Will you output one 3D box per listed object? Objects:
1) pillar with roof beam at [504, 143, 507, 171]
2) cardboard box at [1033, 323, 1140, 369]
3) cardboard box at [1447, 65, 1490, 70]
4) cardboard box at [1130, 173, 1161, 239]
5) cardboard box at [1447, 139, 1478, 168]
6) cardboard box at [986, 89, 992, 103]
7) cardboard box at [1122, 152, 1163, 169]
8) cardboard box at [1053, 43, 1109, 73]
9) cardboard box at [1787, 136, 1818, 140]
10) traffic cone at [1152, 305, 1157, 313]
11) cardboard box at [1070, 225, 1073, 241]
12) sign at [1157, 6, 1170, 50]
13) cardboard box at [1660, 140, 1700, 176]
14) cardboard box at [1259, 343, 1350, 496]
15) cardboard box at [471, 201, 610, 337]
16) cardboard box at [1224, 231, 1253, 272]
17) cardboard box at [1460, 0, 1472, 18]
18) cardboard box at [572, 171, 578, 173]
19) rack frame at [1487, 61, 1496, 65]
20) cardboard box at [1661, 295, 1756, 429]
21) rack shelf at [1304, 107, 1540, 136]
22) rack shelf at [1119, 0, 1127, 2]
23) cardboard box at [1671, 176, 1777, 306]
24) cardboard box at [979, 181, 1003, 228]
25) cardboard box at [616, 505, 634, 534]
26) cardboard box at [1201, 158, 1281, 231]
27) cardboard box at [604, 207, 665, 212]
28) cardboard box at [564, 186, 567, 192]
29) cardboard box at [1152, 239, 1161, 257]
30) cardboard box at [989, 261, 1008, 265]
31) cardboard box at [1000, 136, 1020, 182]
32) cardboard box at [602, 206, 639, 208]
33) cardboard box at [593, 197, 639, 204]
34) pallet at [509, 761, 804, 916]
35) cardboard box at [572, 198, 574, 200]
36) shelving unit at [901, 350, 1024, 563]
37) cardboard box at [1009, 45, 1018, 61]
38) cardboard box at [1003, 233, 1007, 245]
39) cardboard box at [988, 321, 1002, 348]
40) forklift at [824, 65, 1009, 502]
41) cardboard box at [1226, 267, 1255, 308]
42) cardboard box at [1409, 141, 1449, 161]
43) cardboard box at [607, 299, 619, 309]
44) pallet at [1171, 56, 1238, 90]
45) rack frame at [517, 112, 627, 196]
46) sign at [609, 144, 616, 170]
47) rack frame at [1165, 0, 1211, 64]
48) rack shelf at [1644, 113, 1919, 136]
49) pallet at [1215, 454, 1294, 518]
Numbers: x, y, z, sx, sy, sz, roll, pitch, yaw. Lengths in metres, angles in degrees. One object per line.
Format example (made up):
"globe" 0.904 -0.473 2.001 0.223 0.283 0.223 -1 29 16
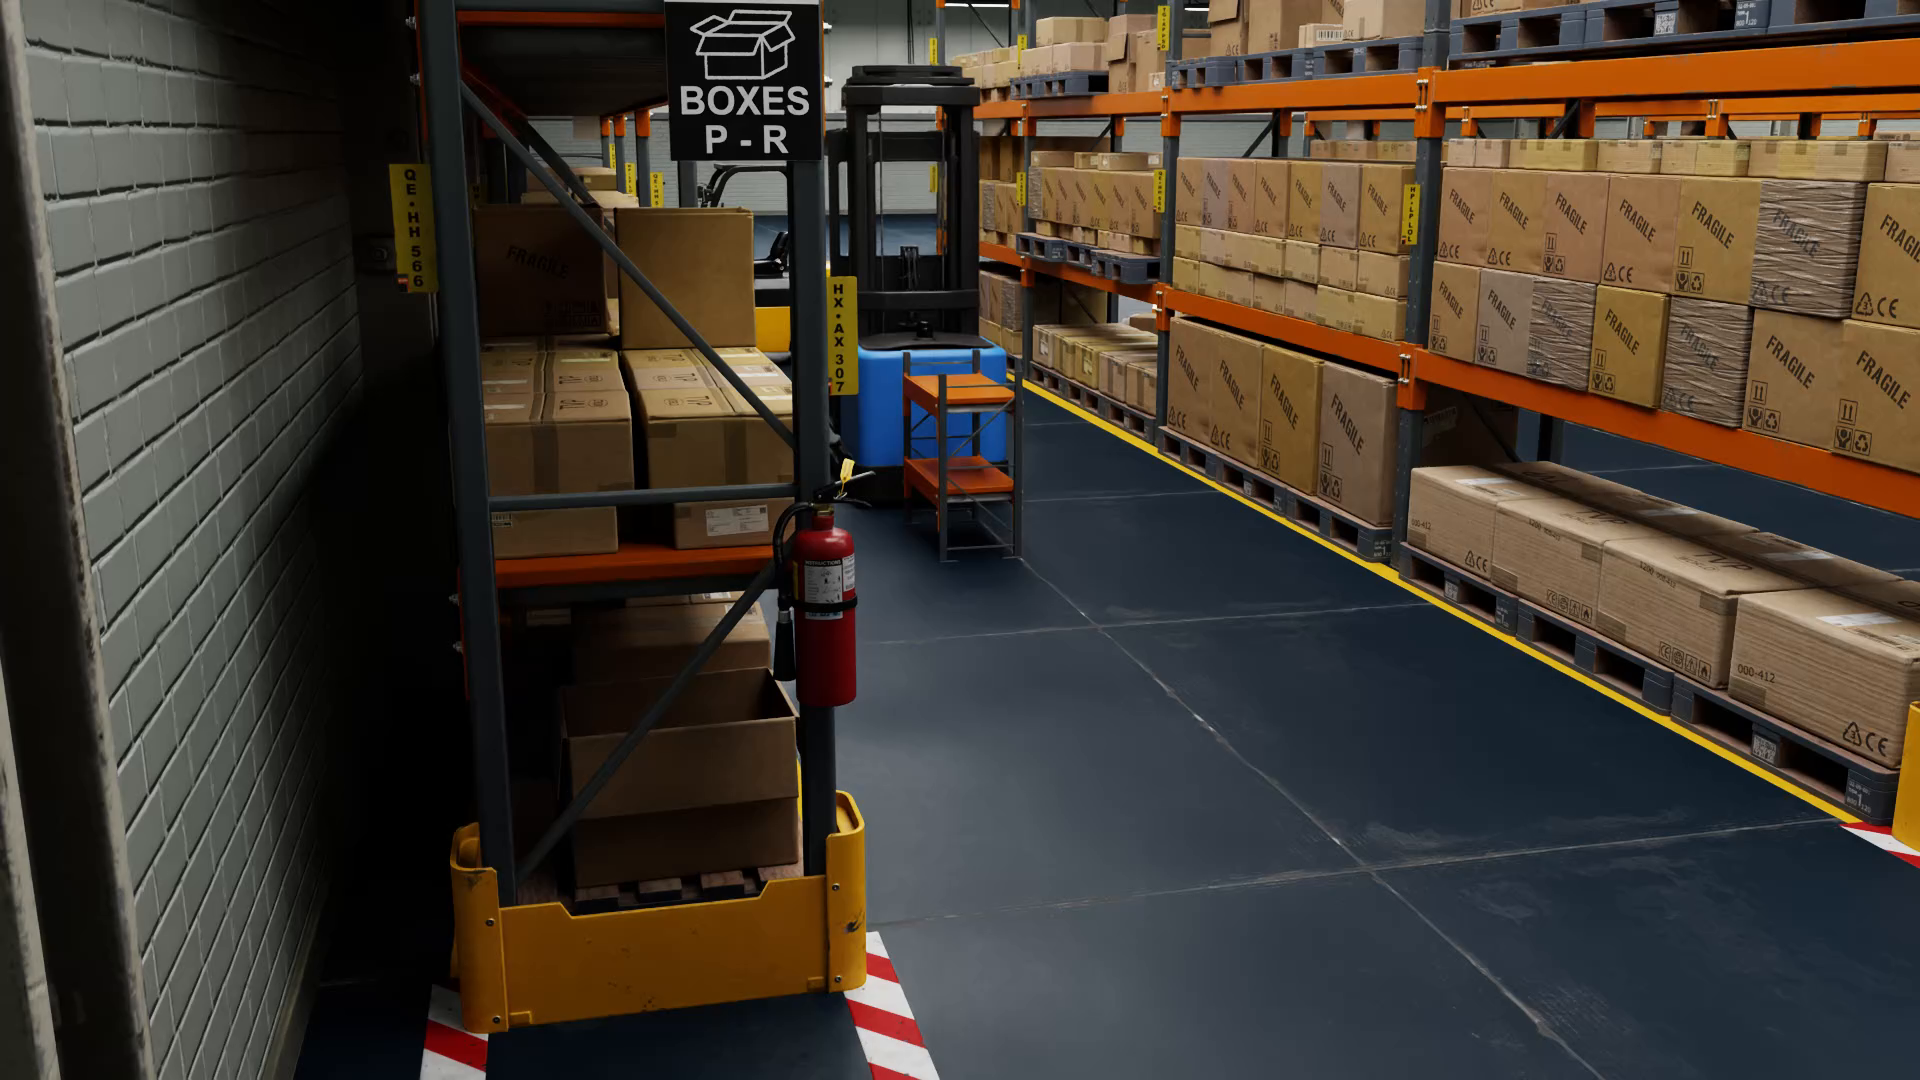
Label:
"pillar with roof beam" -2.554 -8.129 24.741 9.100 9.000 0.400 -3 14 -13
"cardboard box" 1.272 -1.963 16.794 0.950 0.372 0.625 -3 14 -12
"cardboard box" 5.538 -5.110 18.135 0.380 0.149 0.250 -3 14 -13
"cardboard box" 1.709 -2.720 13.519 0.500 0.500 0.500 -4 14 -15
"cardboard box" 2.847 -2.073 8.908 0.380 0.149 0.250 -3 14 -14
"cardboard box" 0.506 -4.909 18.411 0.380 0.149 0.250 -3 14 -14
"cardboard box" 1.736 -3.555 15.567 0.380 0.149 0.250 -4 14 -16
"cardboard box" 1.154 -4.356 15.047 0.500 0.250 0.500 -3 14 -14
"cardboard box" 10.288 -4.591 19.956 0.500 0.500 0.500 -3 14 -13
"traffic cone" 2.561 -2.960 21.568 0.336 0.463 0.334 -3 14 -13
"cardboard box" 1.236 -2.855 15.439 0.380 0.149 0.250 -3 14 -13
"sign" 1.558 -3.912 12.711 0.100 0.325 0.005 -3 14 -13
"cardboard box" 3.290 -1.662 7.226 0.380 0.149 0.250 -3 14 -11
"cardboard box" 2.583 -0.829 11.094 0.875 0.875 0.875 -3 14 -12
"cardboard box" -1.707 -1.111 6.764 0.500 0.500 0.500 -4 14 -15
"cardboard box" 2.190 -2.038 11.712 0.500 0.250 0.500 -3 14 -13
"cardboard box" 3.101 -3.240 9.954 0.500 0.500 0.500 -4 14 -14
"cardboard box" -3.843 -3.770 17.334 0.380 0.149 0.250 -3 14 -13
"rack frame" 5.935 -6.370 17.540 1.000 3.000 0.127 -3 14 -13
"cardboard box" 3.361 -0.768 7.040 0.500 0.500 0.500 -3 14 -12
"rack shelf" 5.465 -5.025 19.870 1.077 0.370 4.000 -3 14 -13
"rack shelf" 1.616 -5.066 14.559 1.077 0.370 4.000 -3 14 -13
"cardboard box" 3.356 -1.254 6.921 0.500 0.500 0.500 -3 14 -13
"cardboard box" 0.422 -3.794 18.799 0.500 0.500 0.500 -4 14 -14
"cardboard box" -1.197 -0.112 5.095 0.380 0.149 0.250 -3 14 -12
"cardboard box" 2.090 -2.527 12.132 0.500 0.500 0.500 -3 14 -13
"cardboard box" -2.175 -1.844 10.553 0.797 0.503 0.637 -4 14 -14
"cardboard box" -4.215 -3.540 17.019 0.380 0.149 0.250 -3 14 -11
"cardboard box" 1.780 -2.378 13.486 0.380 0.149 0.250 -3 14 -11
"cardboard box" 0.649 -3.142 20.294 0.500 0.500 0.500 -3 14 -13
"cardboard box" 0.853 -4.301 18.765 0.700 0.500 0.500 -3 14 -14
"cardboard box" -2.526 -2.410 12.393 0.380 0.149 0.250 -3 14 -12
"cardboard box" -2.915 -2.826 14.098 0.380 0.149 0.250 -4 14 -15
"pallet" -1.065 1.043 5.715 1.003 0.211 1.213 -3 14 -13
"cardboard box" -3.884 -3.398 17.803 0.500 0.500 0.500 -3 14 -13
"shelving unit" 0.002 -0.545 10.287 0.538 1.125 1.048 -3 14 -13
"cardboard box" 0.724 -4.996 17.084 0.380 0.149 0.250 -4 14 -15
"cardboard box" 0.679 -3.272 18.027 0.380 0.149 0.250 -3 14 -14
"cardboard box" 0.612 -2.269 18.301 0.500 0.250 0.500 -4 14 -15
"forklift" -0.449 -1.984 12.371 1.130 2.935 3.031 -3 14 -10
"cardboard box" 2.212 -1.795 11.771 0.500 0.250 0.500 -3 14 -11
"cardboard box" 5.639 -4.261 18.955 0.875 0.550 0.550 -3 14 -13
"cardboard box" -1.442 -1.001 7.894 0.500 0.250 0.500 -3 14 -12
"pallet" 2.289 -3.454 12.320 1.213 0.211 1.003 -3 14 -11
"rack frame" -3.677 -2.879 15.891 1.000 3.000 0.127 -3 14 -13
"sign" -4.086 -4.506 19.613 0.100 0.325 0.005 -3 14 -13
"rack frame" 2.086 -5.148 12.538 1.000 3.000 0.127 -3 14 -13
"rack shelf" 10.310 -5.278 20.906 1.077 0.370 4.000 -3 14 -13
"pallet" 2.481 -0.412 11.669 1.003 0.211 1.213 -3 14 -13
